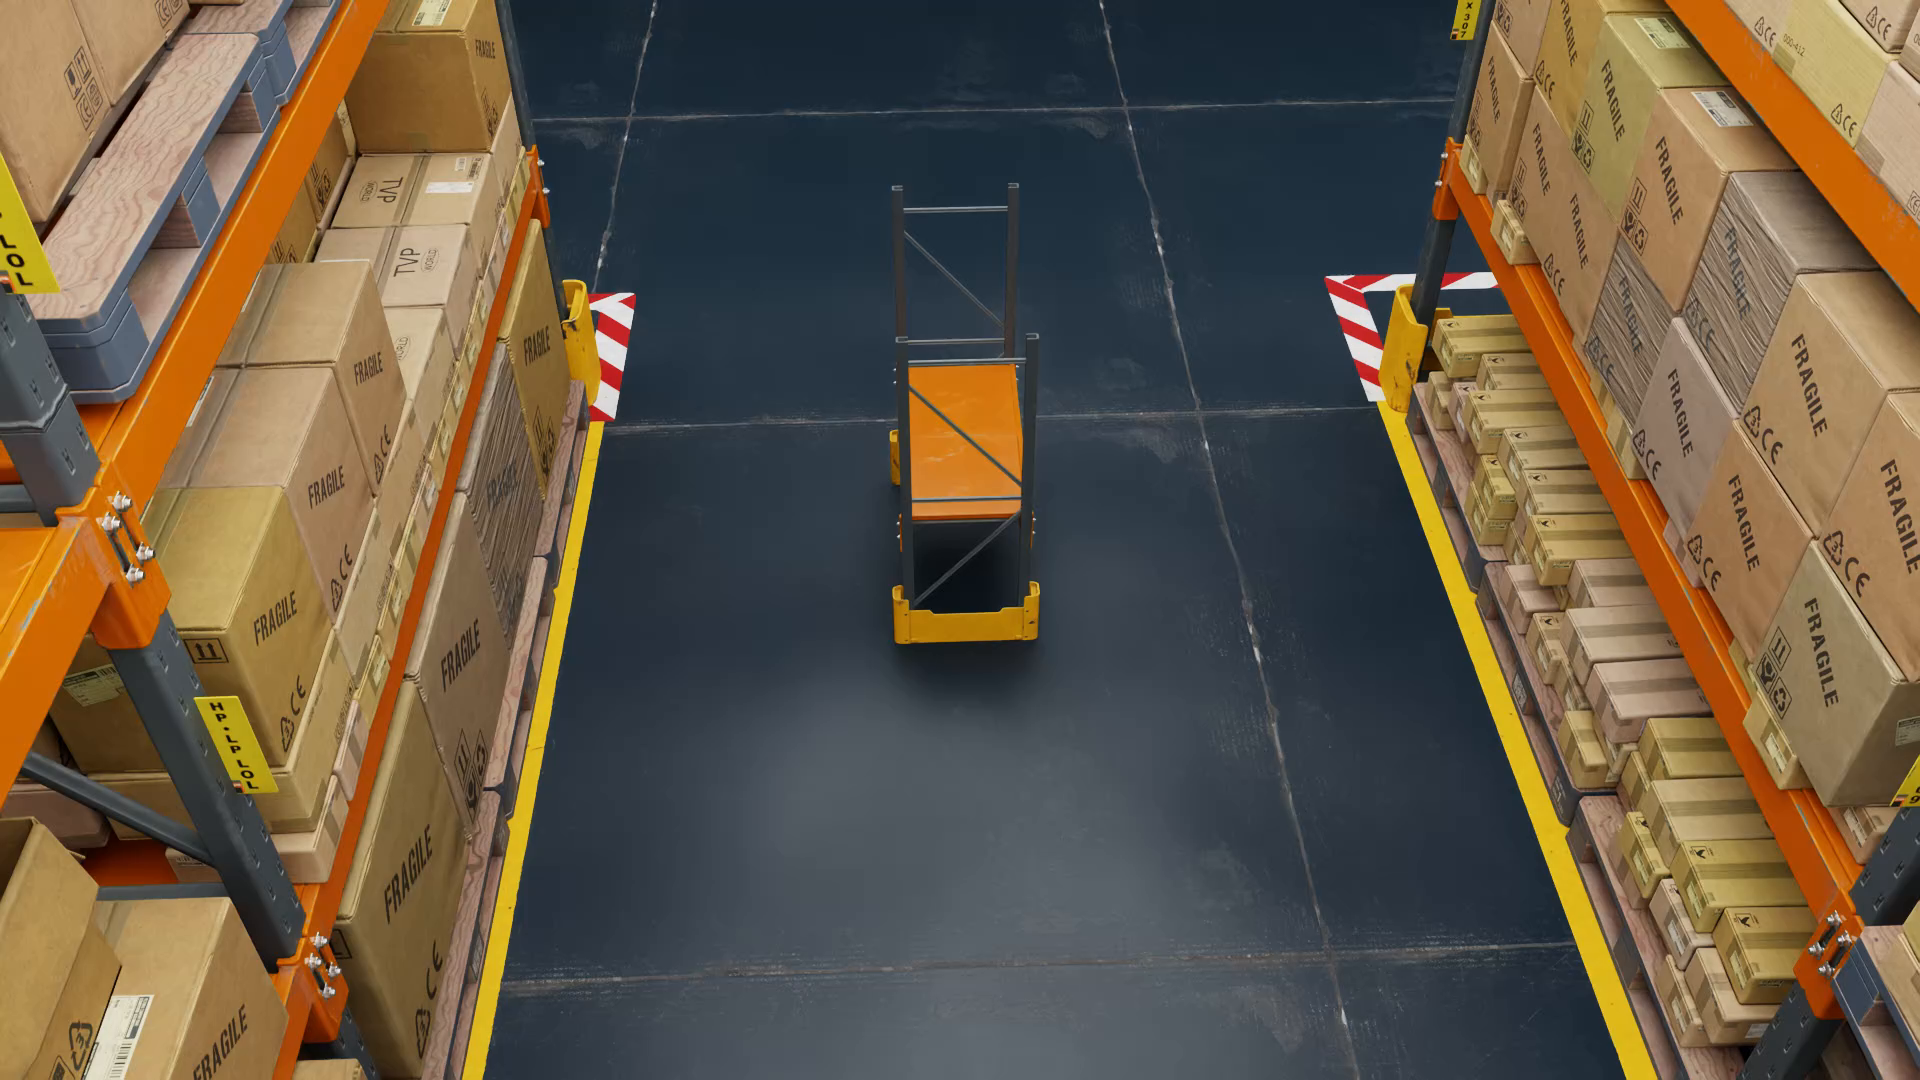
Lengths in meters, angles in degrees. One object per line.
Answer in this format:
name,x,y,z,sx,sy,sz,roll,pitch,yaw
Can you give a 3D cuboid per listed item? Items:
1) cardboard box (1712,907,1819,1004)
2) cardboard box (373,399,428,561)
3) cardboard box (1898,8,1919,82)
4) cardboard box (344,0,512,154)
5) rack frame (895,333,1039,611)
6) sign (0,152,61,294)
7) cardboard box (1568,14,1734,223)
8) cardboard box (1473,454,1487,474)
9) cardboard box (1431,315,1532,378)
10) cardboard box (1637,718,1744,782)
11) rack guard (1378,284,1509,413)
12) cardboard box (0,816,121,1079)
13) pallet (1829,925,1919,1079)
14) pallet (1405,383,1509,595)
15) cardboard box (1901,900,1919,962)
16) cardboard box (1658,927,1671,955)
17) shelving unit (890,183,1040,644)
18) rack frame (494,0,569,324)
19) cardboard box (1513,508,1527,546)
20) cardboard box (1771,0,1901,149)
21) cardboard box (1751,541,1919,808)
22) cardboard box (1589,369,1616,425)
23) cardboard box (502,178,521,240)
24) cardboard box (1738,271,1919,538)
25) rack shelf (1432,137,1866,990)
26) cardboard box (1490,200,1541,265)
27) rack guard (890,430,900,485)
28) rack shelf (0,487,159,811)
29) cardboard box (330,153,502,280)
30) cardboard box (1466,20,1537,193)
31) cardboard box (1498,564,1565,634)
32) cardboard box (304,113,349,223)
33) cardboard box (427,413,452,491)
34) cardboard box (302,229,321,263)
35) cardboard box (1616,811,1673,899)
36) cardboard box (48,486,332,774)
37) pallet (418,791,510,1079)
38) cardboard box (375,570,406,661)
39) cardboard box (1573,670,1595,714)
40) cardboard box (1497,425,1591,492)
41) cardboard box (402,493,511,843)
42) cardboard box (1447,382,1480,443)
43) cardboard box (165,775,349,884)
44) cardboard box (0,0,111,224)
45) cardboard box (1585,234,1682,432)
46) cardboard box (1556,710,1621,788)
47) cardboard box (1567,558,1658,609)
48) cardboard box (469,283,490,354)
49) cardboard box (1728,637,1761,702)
cardboard box,2.520,1.252,5.023,0.380,0.149,0.250,-1,43,-1
cardboard box,-1.966,-0.182,5.120,0.500,0.250,0.500,-1,43,-1
cardboard box,2.511,-1.082,3.732,0.500,0.250,0.500,-3,43,-4
cardboard box,-2.051,-1.827,6.360,0.500,0.500,0.500,-1,43,-1
rack frame,0.025,-0.152,6.306,0.500,1.500,0.032,-2,43,-2
sign,-1.623,-0.552,2.797,0.100,0.325,0.005,-2,43,-2
cardboard box,2.407,-1.404,5.528,0.500,0.500,0.500,-3,43,-3
cardboard box,2.438,-0.291,7.147,0.380,0.149,0.250,-1,43,-1
cardboard box,2.308,-0.852,7.318,0.380,0.149,0.250,-3,43,-4
cardboard box,2.519,0.736,5.586,0.380,0.149,0.250,0,43,0
rack guard,2.629,-0.919,7.883,1.175,0.500,0.348,-2,43,-2
cardboard box,-2.129,0.907,3.225,0.797,0.503,0.637,-3,43,-3
pallet,2.682,1.399,3.646,1.003,0.211,1.213,-2,43,-2
pallet,2.628,-0.263,7.381,1.003,0.211,1.213,-2,43,-2
cardboard box,2.353,0.916,3.686,0.380,0.149,0.250,-1,43,-1
cardboard box,2.511,1.272,5.442,0.380,0.149,0.250,-1,43,-1
shelving unit,0.003,-0.501,6.687,0.587,1.500,1.083,-2,43,-2
rack frame,-2.334,-1.818,7.013,1.000,3.000,0.127,-2,43,-2
cardboard box,2.454,-0.043,6.656,0.380,0.149,0.250,-4,43,-4
cardboard box,2.473,-1.246,4.281,0.500,0.250,0.500,-2,43,-2
cardboard box,2.493,0.343,4.361,0.500,0.500,0.500,-2,43,-2
cardboard box,2.429,-0.520,5.783,0.380,0.149,0.250,0,43,0
cardboard box,-1.977,-1.319,6.655,0.380,0.149,0.250,-1,43,-1
cardboard box,2.478,-0.365,4.394,0.500,0.500,0.500,-3,43,-3
rack shelf,2.710,-0.277,5.864,1.077,0.370,4.000,-2,43,-2
cardboard box,2.322,-1.218,6.544,0.380,0.149,0.250,-3,43,-3
rack guard,-0.018,-0.377,7.476,0.587,0.250,0.087,-2,43,-2
rack shelf,-2.079,1.392,1.824,1.077,0.370,4.000,-2,43,-2
cardboard box,-2.028,-1.210,6.241,0.500,0.250,0.500,-2,43,-3
cardboard box,2.369,-1.728,6.621,0.500,0.500,0.500,0,43,0
cardboard box,2.369,0.225,6.584,0.380,0.149,0.250,-4,43,-4
cardboard box,-2.562,-1.479,5.980,0.500,0.500,0.500,-3,43,-3
cardboard box,-1.912,-0.287,5.529,0.380,0.149,0.250,-3,43,-3
cardboard box,-2.537,-0.851,5.849,0.500,0.250,0.500,-3,43,-3
cardboard box,2.412,1.028,5.487,0.380,0.149,0.250,-3,43,-3
cardboard box,-1.929,0.221,4.125,0.500,0.500,0.500,-2,43,-2
pallet,-2.119,1.395,5.572,1.003,0.211,1.213,-2,43,-2
cardboard box,-1.880,0.233,4.962,0.380,0.149,0.250,-3,43,-3
cardboard box,2.477,0.503,6.060,0.380,0.149,0.250,-4,43,-4
cardboard box,2.416,-0.330,6.749,0.380,0.149,0.250,-4,43,-4
cardboard box,-2.151,0.455,5.795,0.875,0.875,0.875,-2,43,-2
cardboard box,2.347,-0.558,7.218,0.380,0.149,0.250,-2,43,-2
cardboard box,-1.845,0.766,4.381,0.380,0.149,0.250,-2,43,-2
cardboard box,-2.258,-0.978,3.419,0.700,0.500,0.500,-4,43,-4
cardboard box,2.453,-0.692,5.491,0.500,0.500,0.500,-3,43,-3
cardboard box,2.394,0.751,6.010,0.380,0.149,0.250,-2,43,-2
cardboard box,2.490,0.203,6.167,0.380,0.149,0.250,-2,43,-2
cardboard box,-1.945,-0.805,6.094,0.380,0.149,0.250,-3,43,-3
cardboard box,2.478,0.362,4.821,0.380,0.149,0.250,0,43,0
